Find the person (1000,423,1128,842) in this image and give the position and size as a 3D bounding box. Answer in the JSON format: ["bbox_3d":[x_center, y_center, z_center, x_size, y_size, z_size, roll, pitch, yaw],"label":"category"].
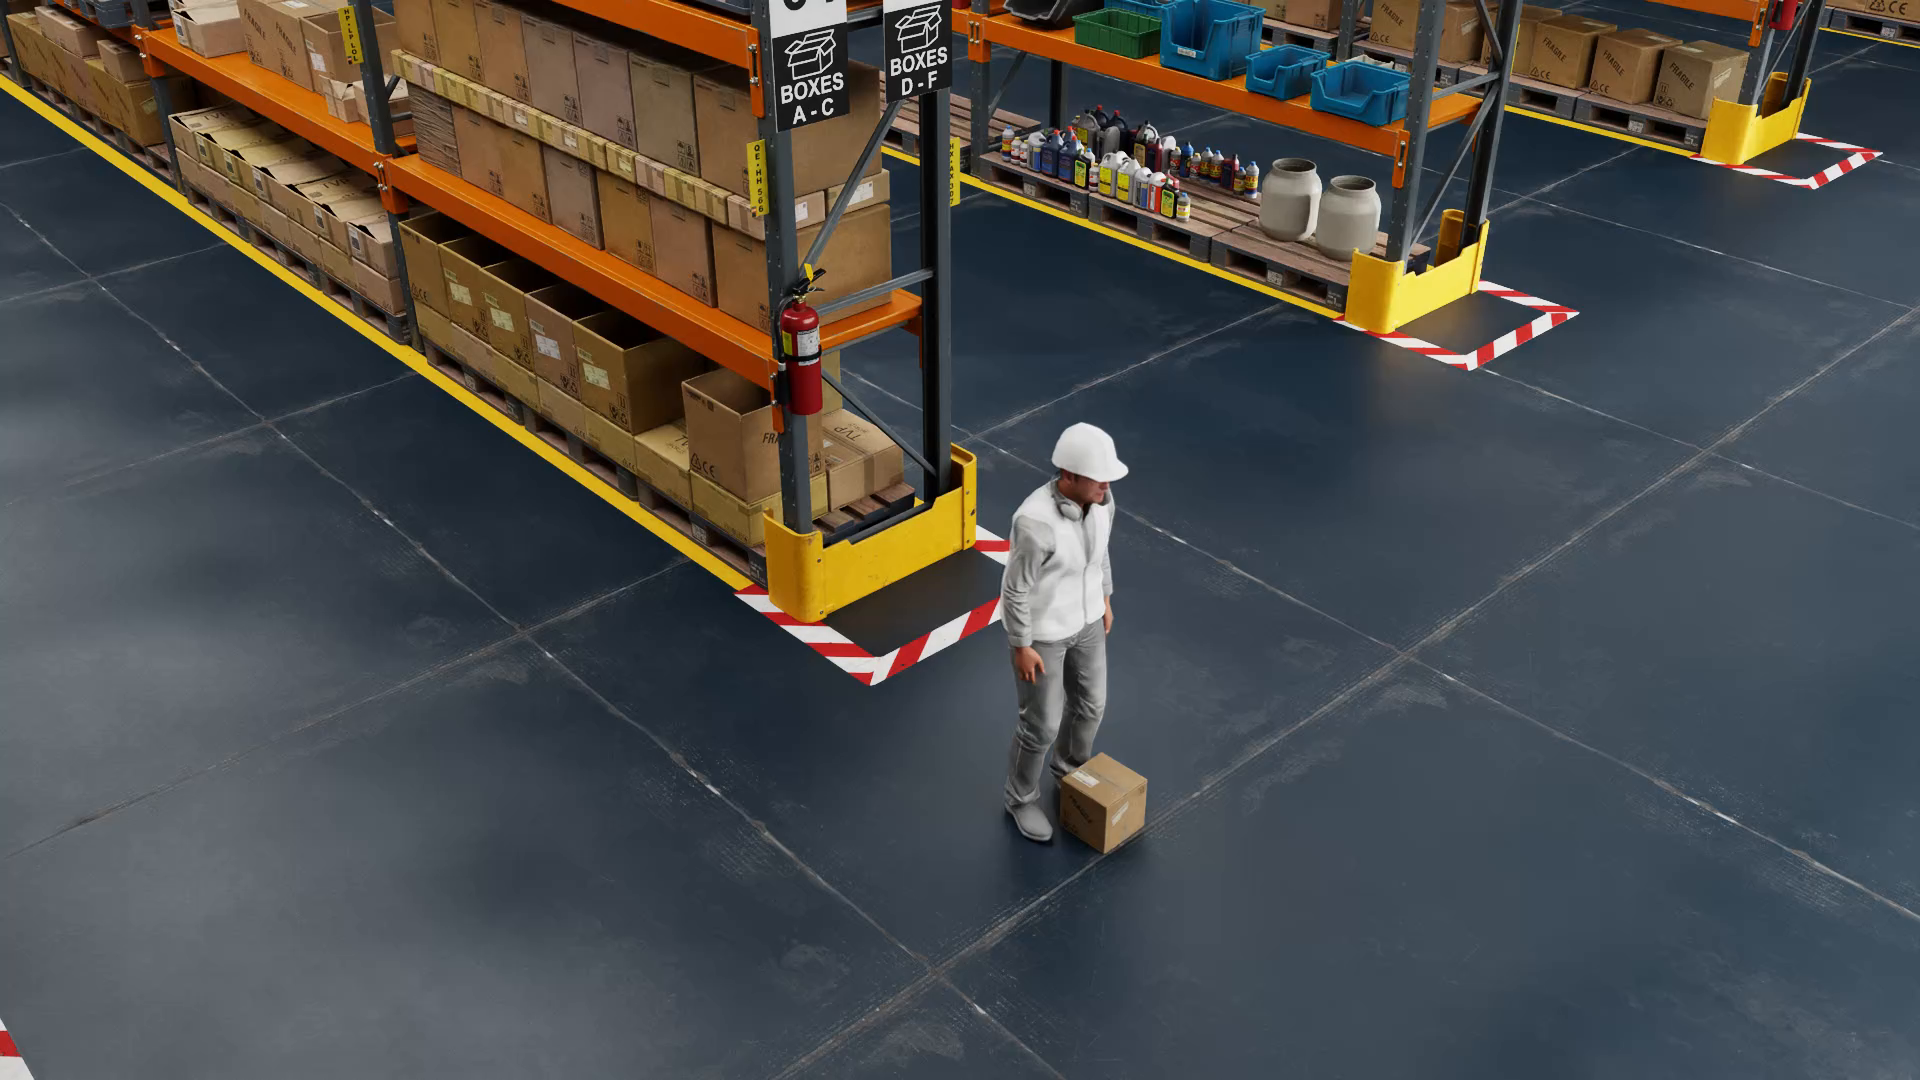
[{"bbox_3d":[0.408,0.332,6.574,0.475,1.767,0.583,27,41,36],"label":"person"}]
